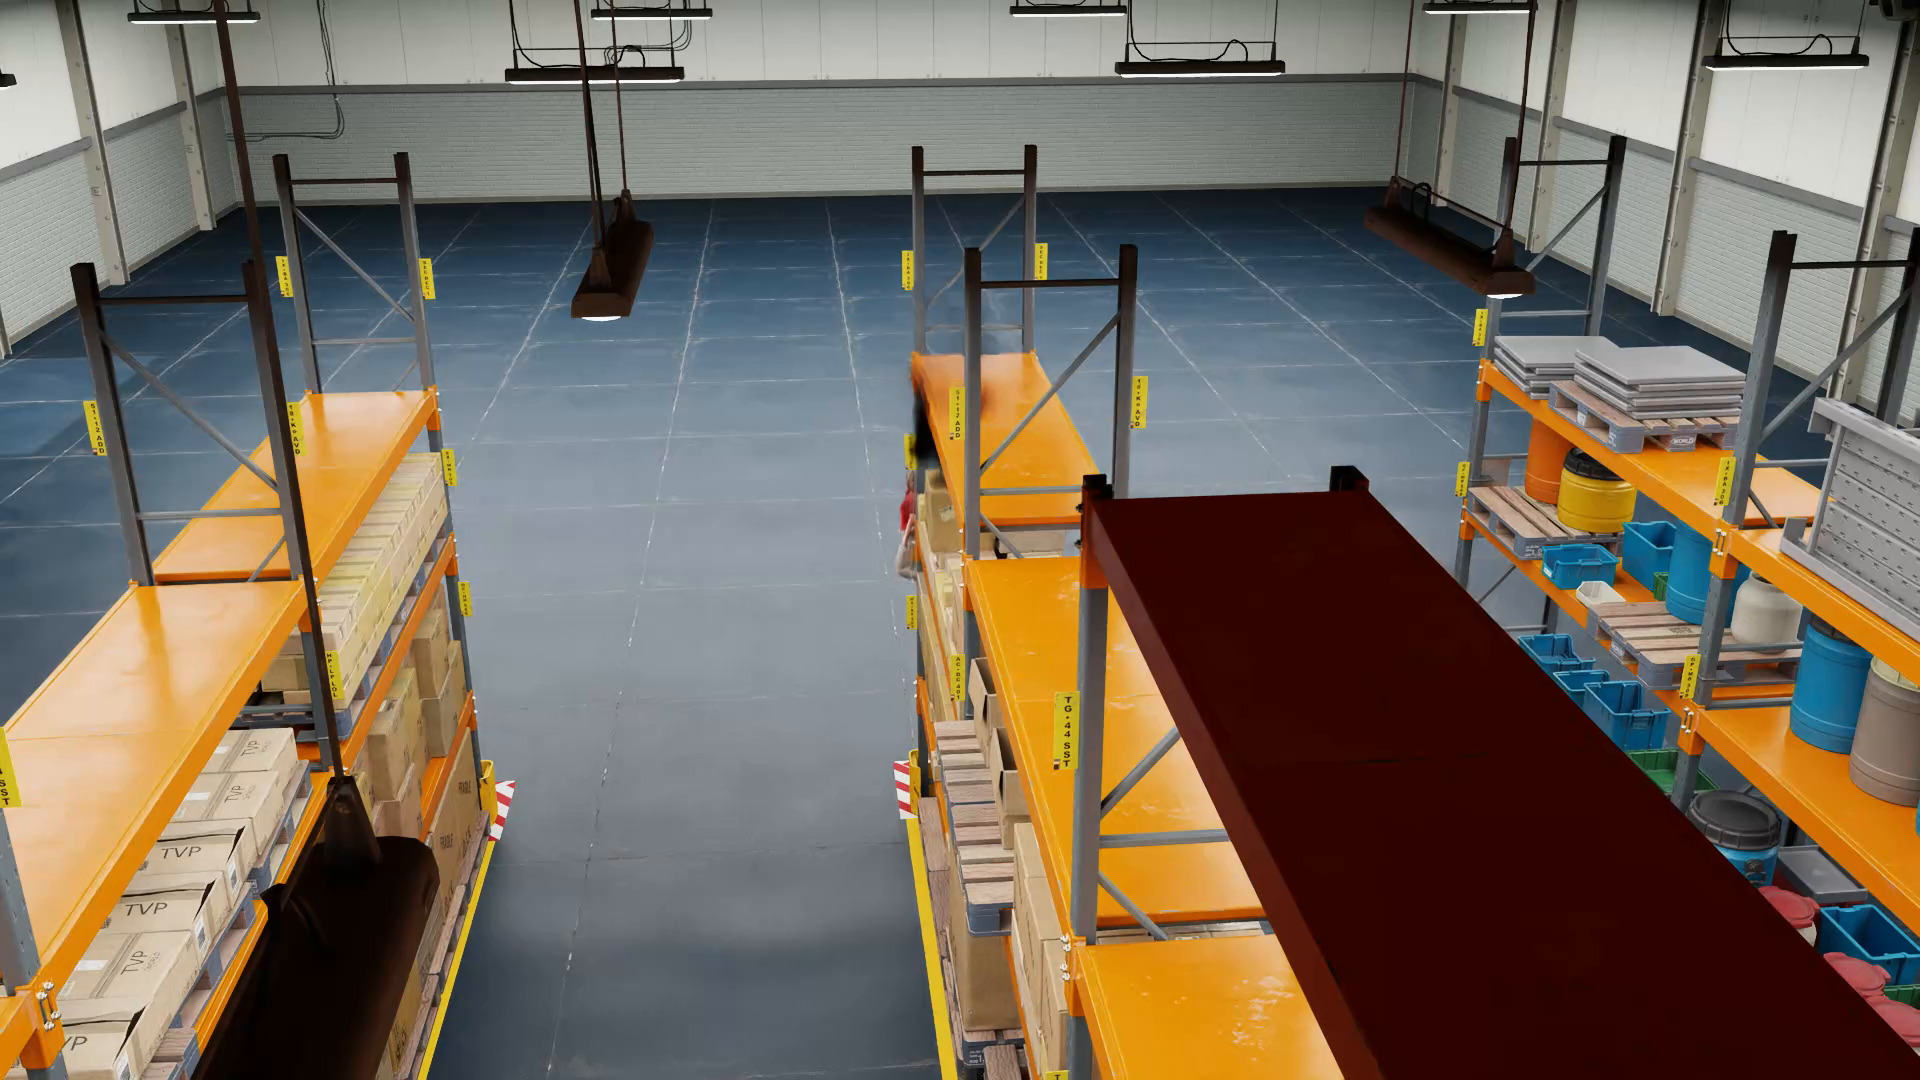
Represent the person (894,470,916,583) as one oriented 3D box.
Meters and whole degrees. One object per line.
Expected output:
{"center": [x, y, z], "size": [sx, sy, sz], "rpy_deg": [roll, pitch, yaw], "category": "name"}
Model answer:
{"center": [-0.510, -0.007, 19.404], "size": [0.645, 1.688, 0.684], "rpy_deg": [12, 24, 27], "category": "person"}
